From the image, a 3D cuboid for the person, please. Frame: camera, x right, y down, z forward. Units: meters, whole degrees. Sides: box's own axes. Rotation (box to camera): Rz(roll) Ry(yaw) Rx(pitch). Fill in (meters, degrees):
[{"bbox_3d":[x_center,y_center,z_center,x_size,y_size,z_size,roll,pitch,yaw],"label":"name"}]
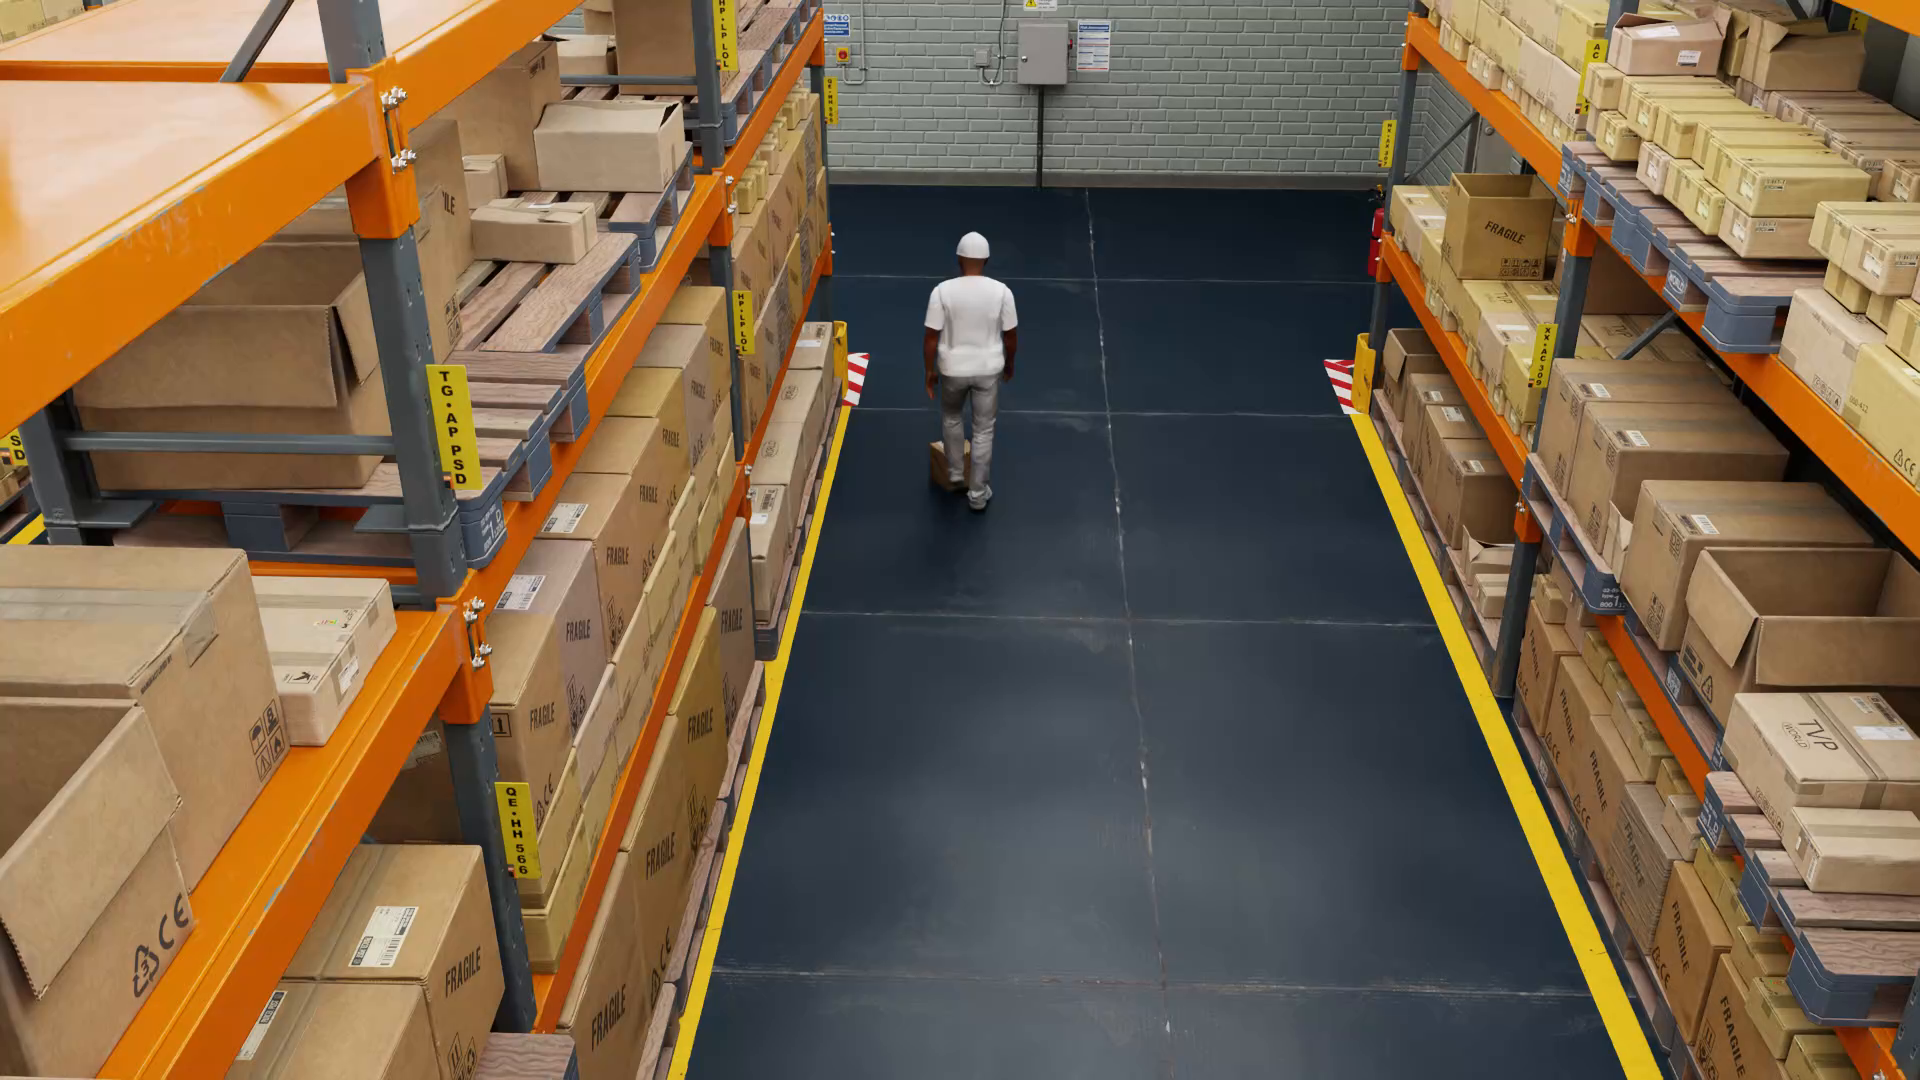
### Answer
[{"bbox_3d":[0.068,-1.051,10.644,0.593,1.831,0.624,1,28,2],"label":"person"}]
